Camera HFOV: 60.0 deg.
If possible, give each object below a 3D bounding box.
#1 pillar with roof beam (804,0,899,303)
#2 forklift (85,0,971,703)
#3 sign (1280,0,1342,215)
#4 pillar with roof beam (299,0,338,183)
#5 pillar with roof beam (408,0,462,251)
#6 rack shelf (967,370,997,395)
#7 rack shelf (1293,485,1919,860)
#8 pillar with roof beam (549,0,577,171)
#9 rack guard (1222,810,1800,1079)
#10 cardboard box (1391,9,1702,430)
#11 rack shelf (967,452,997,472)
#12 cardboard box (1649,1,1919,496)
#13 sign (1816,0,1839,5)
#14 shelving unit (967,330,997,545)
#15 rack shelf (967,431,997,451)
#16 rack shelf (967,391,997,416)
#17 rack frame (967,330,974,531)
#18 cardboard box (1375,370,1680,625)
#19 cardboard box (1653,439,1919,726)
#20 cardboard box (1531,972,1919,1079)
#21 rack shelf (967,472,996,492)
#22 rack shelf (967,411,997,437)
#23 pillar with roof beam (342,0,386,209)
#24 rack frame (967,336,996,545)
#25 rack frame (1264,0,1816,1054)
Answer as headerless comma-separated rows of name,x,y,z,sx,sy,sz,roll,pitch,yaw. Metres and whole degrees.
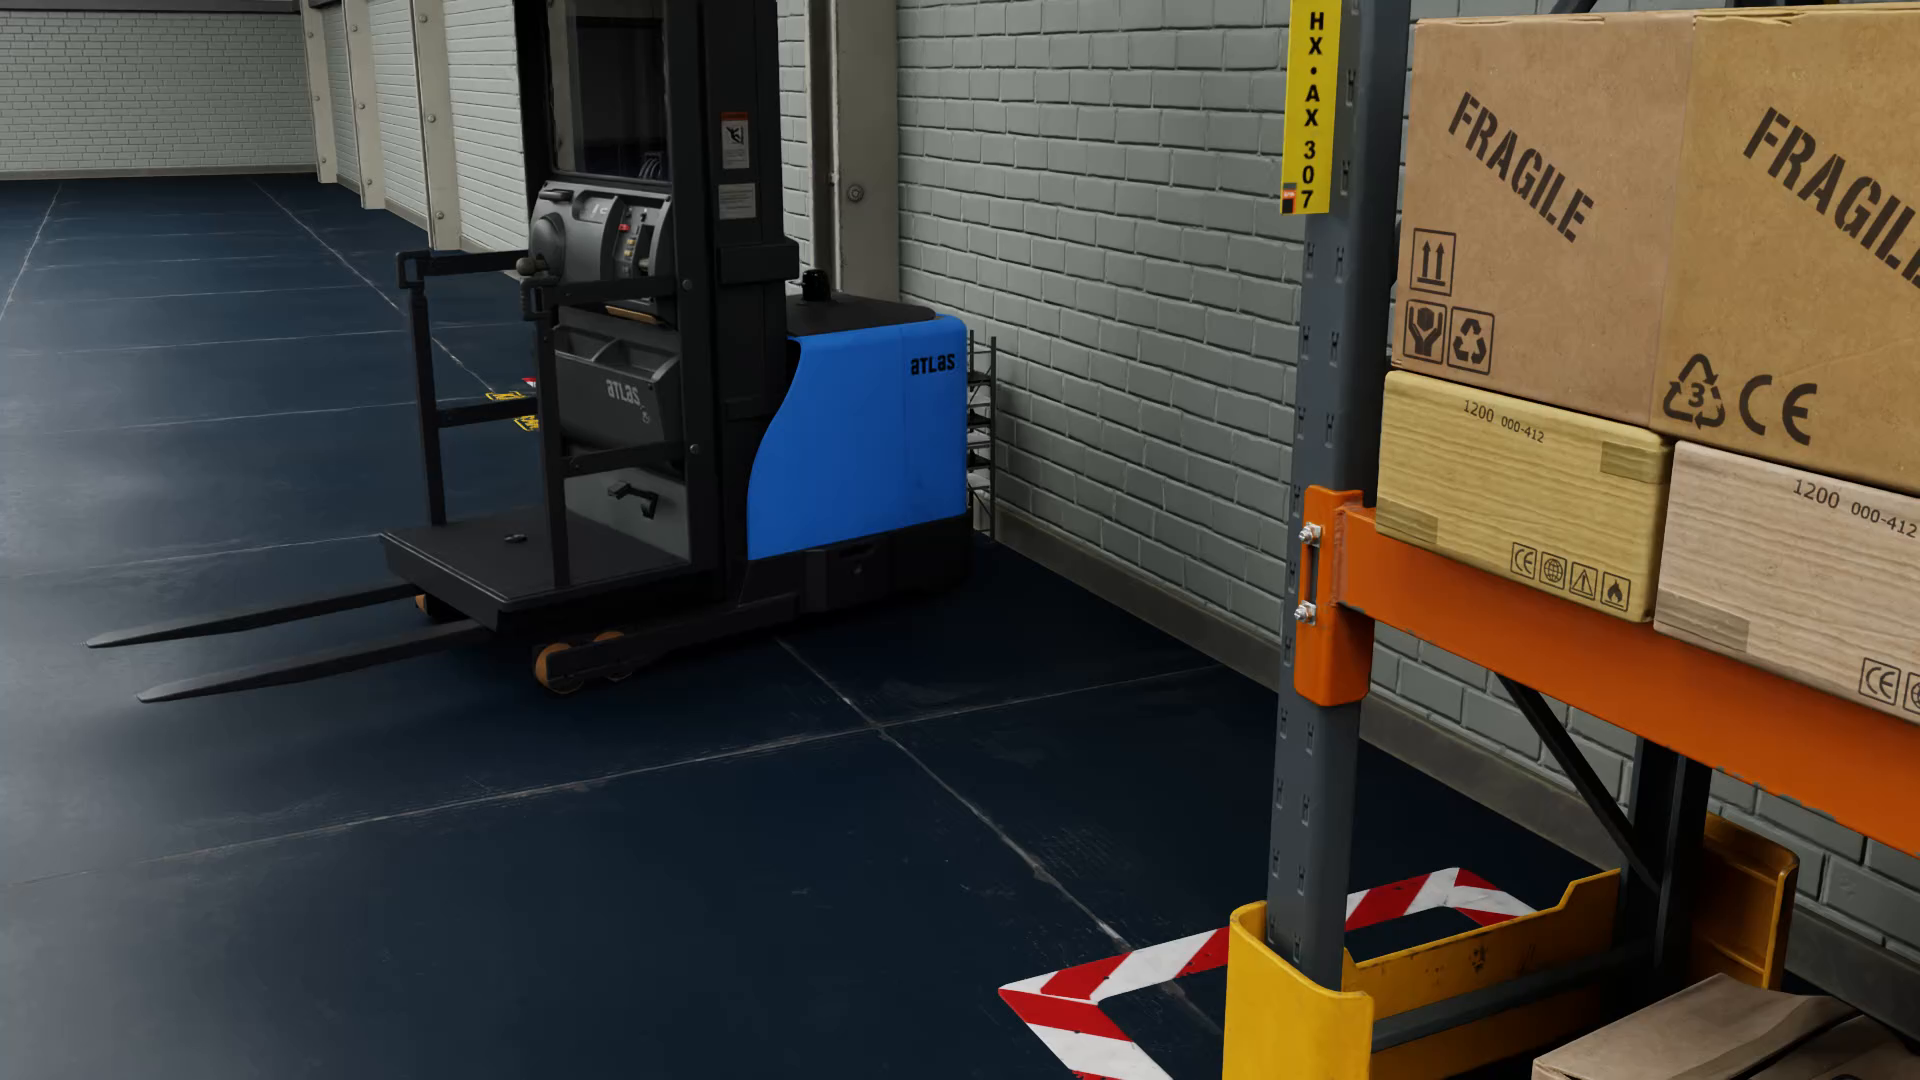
pillar with roof beam,-4.377,-4.106,5.244,9.100,9.000,0.400,-8,18,-25
forklift,-1.415,-1.064,5.646,3.031,2.935,1.130,-13,20,-38
sign,0.549,-0.674,2.592,0.100,0.325,0.005,-8,18,-25
pillar with roof beam,-14.892,-10.057,25.981,9.100,9.000,0.400,-8,18,-25
pillar with roof beam,-9.634,-7.081,15.612,9.100,9.000,0.400,-8,18,-25
rack shelf,-0.003,-0.657,7.049,0.258,0.077,0.200,-8,18,-26
rack shelf,1.913,0.518,1.311,1.077,0.370,4.000,-8,18,-25
pillar with roof beam,-7.006,-5.593,10.428,9.100,9.000,0.400,-8,18,-25
rack guard,1.070,0.897,3.219,1.175,0.500,0.348,-8,18,-25
cardboard box,0.976,-0.467,2.316,0.500,0.500,0.500,-8,18,-25
rack shelf,-0.003,-0.311,7.148,0.258,0.077,0.200,-8,18,-26
cardboard box,1.183,-0.343,1.884,0.500,0.500,0.500,-8,18,-25
sign,1.545,-1.094,2.953,0.100,0.325,0.005,-8,18,-25
shelving unit,-0.003,-0.429,7.114,0.258,0.900,0.210,-8,18,-26
rack shelf,-0.003,-0.397,7.124,0.258,0.077,0.200,-8,18,-26
rack shelf,-0.003,-0.570,7.074,0.258,0.077,0.200,-8,18,-26
rack frame,-0.049,-0.454,7.202,0.240,0.900,0.006,-8,18,-26
cardboard box,0.965,-0.102,2.403,0.500,0.250,0.500,-8,18,-27
cardboard box,1.206,0.025,1.960,0.500,0.250,0.500,-8,18,-27
cardboard box,1.259,0.940,2.615,0.500,0.311,0.500,-10,19,-31
rack shelf,-0.003,-0.224,7.173,0.258,0.077,0.200,-8,18,-26
rack shelf,-0.003,-0.484,7.099,0.258,0.077,0.200,-8,18,-26
pillar with roof beam,-12.263,-8.569,20.797,9.100,9.000,0.400,-8,18,-25
rack frame,0.042,-0.404,7.027,0.240,0.900,0.006,-8,18,-26
rack frame,1.037,-0.324,2.940,1.000,3.000,0.127,-8,18,-25
